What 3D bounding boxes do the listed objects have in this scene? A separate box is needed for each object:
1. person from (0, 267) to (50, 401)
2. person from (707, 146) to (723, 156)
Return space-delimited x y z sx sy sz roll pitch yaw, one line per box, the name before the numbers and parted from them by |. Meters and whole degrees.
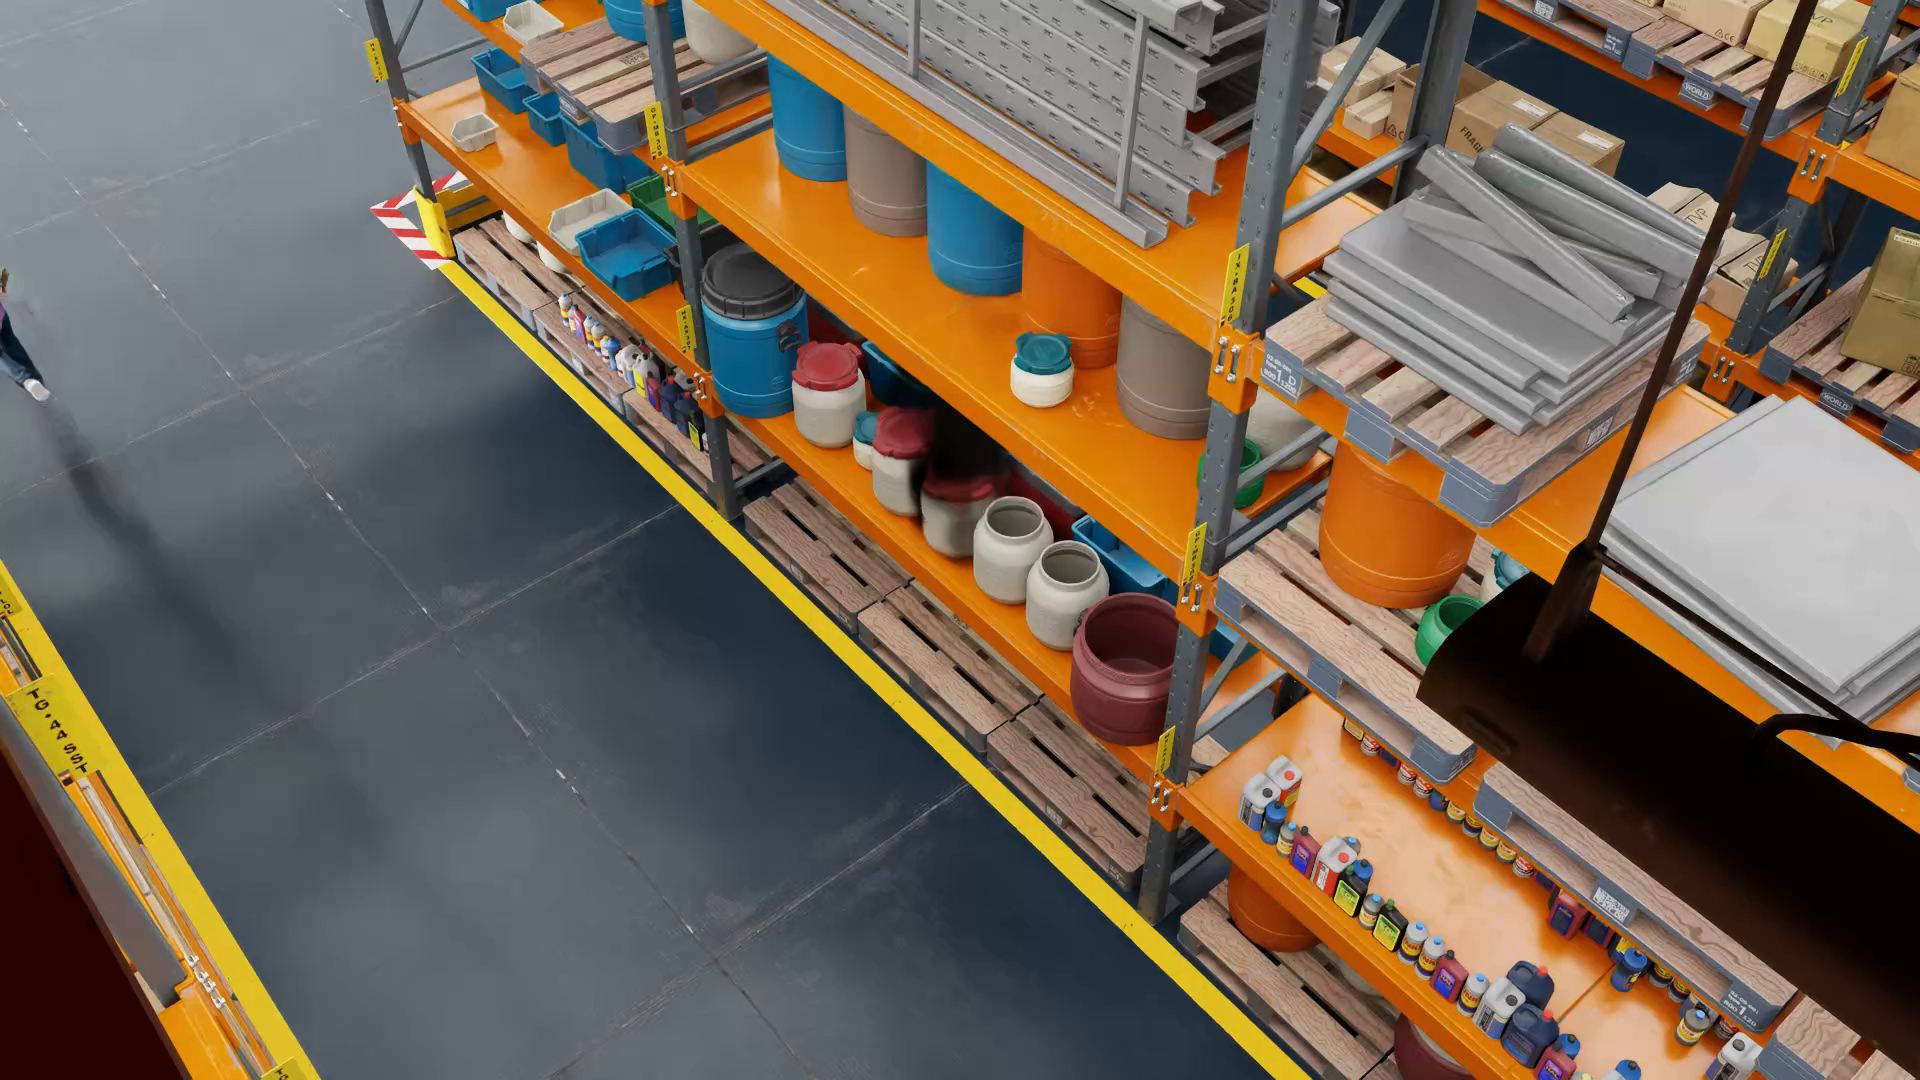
person | -6.670 -1.479 11.330 0.581 1.534 0.587 32 54 27
person | -2.063 -3.382 13.083 0.603 1.681 0.803 -30 53 -25
